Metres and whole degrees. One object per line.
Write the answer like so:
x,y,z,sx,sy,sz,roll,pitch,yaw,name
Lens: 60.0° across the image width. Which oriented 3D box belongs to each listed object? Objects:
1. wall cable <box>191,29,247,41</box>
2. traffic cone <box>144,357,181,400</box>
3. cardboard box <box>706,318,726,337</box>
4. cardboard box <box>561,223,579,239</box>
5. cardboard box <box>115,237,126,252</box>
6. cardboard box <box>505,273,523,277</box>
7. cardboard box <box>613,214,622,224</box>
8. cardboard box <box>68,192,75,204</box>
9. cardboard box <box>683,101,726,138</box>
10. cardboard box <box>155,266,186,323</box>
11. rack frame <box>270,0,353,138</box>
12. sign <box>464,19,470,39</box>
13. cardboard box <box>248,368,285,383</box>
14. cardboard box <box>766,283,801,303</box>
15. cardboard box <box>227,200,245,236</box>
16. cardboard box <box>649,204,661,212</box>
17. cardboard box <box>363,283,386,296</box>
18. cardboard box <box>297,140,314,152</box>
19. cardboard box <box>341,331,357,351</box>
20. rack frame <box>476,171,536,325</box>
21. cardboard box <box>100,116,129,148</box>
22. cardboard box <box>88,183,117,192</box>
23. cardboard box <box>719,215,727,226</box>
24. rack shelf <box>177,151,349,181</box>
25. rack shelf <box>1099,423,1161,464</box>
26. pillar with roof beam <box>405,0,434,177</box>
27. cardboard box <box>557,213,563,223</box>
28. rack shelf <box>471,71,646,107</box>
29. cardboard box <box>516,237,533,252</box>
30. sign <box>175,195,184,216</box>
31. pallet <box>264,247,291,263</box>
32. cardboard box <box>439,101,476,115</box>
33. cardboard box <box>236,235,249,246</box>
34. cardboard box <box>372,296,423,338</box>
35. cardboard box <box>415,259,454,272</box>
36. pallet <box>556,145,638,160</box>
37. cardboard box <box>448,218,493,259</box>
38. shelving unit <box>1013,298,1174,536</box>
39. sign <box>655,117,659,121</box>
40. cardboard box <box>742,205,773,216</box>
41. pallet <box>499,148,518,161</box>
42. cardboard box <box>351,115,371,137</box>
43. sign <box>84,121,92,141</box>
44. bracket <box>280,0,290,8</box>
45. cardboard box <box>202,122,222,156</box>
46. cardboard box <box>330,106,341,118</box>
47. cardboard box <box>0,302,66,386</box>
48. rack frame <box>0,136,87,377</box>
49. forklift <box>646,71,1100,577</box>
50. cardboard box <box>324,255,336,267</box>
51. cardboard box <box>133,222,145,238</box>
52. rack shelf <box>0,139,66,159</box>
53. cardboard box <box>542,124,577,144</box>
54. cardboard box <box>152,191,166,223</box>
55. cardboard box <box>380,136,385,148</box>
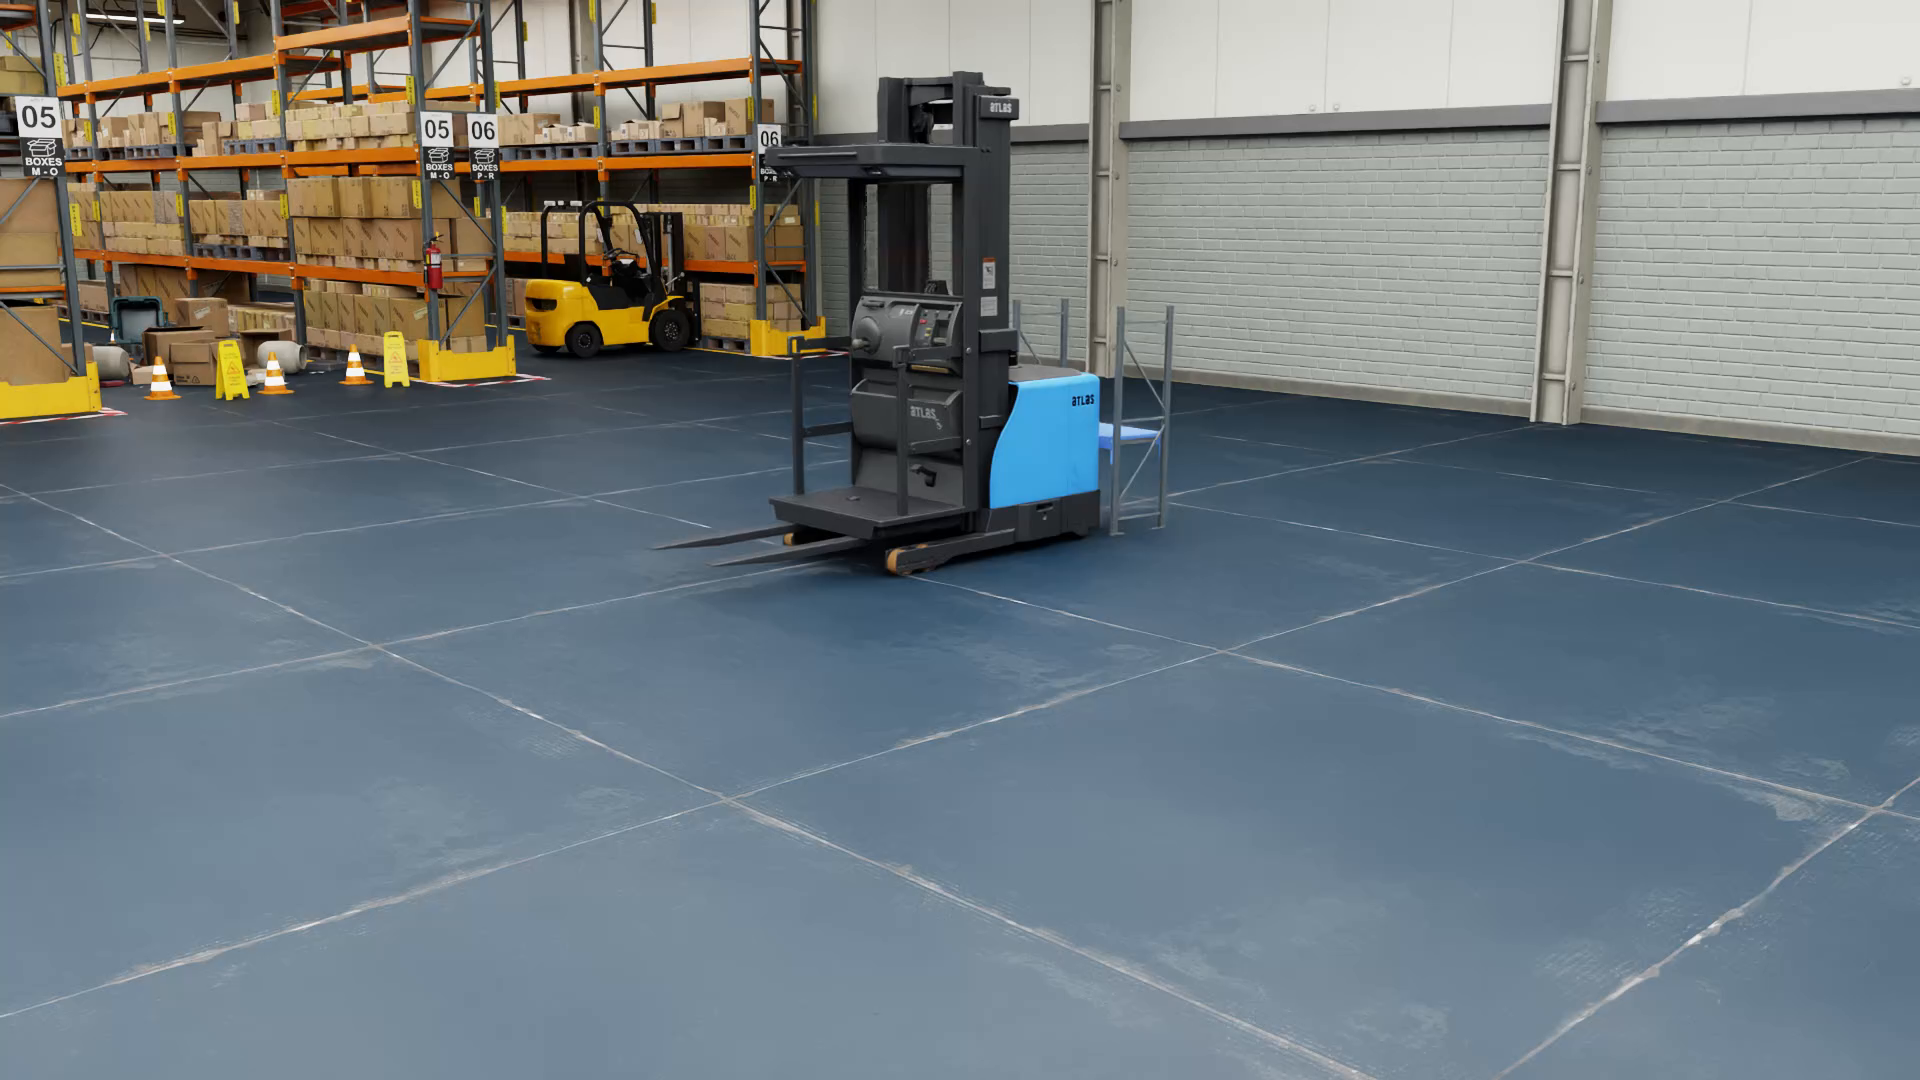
-16.512,-13.178,38.790,2.988,3.039,0.133,-11,16,-43,wall cable
-8.929,-1.814,18.572,0.336,0.463,0.334,-11,16,-43,traffic cone
-3.381,-3.136,24.472,0.500,0.250,0.500,-11,16,-43,cardboard box
-6.138,-5.044,27.091,0.500,0.250,0.500,11,16,44,cardboard box
-13.894,-4.988,28.058,0.500,0.250,0.500,11,16,44,cardboard box
-8.151,-4.765,30.150,0.380,0.149,0.250,-10,15,-40,cardboard box
-5.224,-5.046,26.113,0.380,0.149,0.250,-11,16,-43,cardboard box
-15.594,-5.955,29.655,0.500,0.500,0.500,-11,16,-42,cardboard box
-3.608,-6.145,24.335,0.700,0.500,0.500,-11,16,-42,cardboard box
-12.633,-4.062,27.418,0.875,0.875,0.875,-11,16,-42,cardboard box
-8.841,-7.008,22.627,1.000,3.000,0.127,-11,16,-43,rack frame
-8.402,-8.703,28.344,0.100,0.325,0.005,-11,16,-43,sign
-8.444,-2.000,20.248,0.380,0.149,0.250,-3,12,-13,cardboard box
-2.686,-3.624,24.361,0.500,0.250,0.500,-11,16,-43,cardboard box
-10.384,-4.730,24.412,0.500,0.500,0.500,11,16,43,cardboard box
-4.517,-5.039,25.344,0.380,0.149,0.250,-11,16,-43,cardboard box
-7.475,-3.231,21.466,0.380,0.149,0.250,-10,15,-40,cardboard box
-8.665,-5.290,22.343,0.380,0.149,0.250,-11,16,-42,cardboard box
-7.884,-2.652,22.122,0.500,0.250,0.500,-11,16,-43,cardboard box
-8.016,-5.346,29.426,1.000,3.000,0.127,-11,16,-43,rack frame
-13.967,-6.792,27.724,0.500,0.500,0.500,-11,16,-44,cardboard box
-14.809,-6.094,28.726,0.380,0.149,0.250,-11,16,-44,cardboard box
-3.266,-4.636,24.125,0.380,0.149,0.250,-11,16,-42,cardboard box
-10.222,-5.479,24.419,1.077,0.370,4.000,-11,16,-43,rack shelf
0.878,-0.696,11.437,0.538,0.185,1.000,-8,14,-39,rack shelf
-13.721,-8.495,29.845,9.100,9.000,0.400,-11,16,-43,pillar with roof beam
-6.385,-5.293,27.312,0.250,0.149,0.380,11,16,44,cardboard box
-6.635,-7.444,27.516,1.077,0.370,4.000,-11,16,-43,rack shelf
-7.182,-5.025,28.241,0.500,0.250,0.500,11,16,43,cardboard box
-12.003,-5.143,25.571,0.100,0.325,0.005,-11,16,-43,sign
-9.264,-4.108,23.891,1.003,0.211,1.213,-11,16,-43,pallet
-6.177,-5.303,20.431,0.380,0.149,0.250,-11,16,-43,cardboard box
-10.432,-4.420,24.515,0.380,0.149,0.250,-10,15,-41,cardboard box
-7.183,-2.869,21.317,0.500,0.500,0.500,-10,15,-40,cardboard box
-6.492,-3.388,20.544,0.380,0.149,0.250,-10,15,-41,cardboard box
-5.872,-6.264,26.925,1.217,0.209,0.805,11,16,43,pallet
-6.205,-3.789,20.882,0.500,0.500,0.500,-11,16,-43,cardboard box
0.881,-0.873,11.403,0.538,1.500,1.048,-8,14,-39,shelving unit
-4.853,-6.601,26.606,0.100,0.325,0.005,-11,16,-43,sign
-2.891,-4.714,23.764,0.380,0.149,0.250,-11,16,-42,cardboard box
-7.483,-6.636,28.722,1.213,0.211,1.003,-10,15,-40,pallet
-7.335,-5.213,20.983,0.500,0.250,0.500,-10,16,-41,cardboard box
-14.766,-6.921,28.160,0.100,0.325,0.005,-11,16,-43,sign
-14.721,-11.624,36.110,0.235,0.232,0.430,-11,16,-43,bracket
-10.956,-6.032,25.075,0.700,0.500,0.500,-11,16,-43,cardboard box
-7.921,-5.533,21.545,0.380,0.149,0.250,-11,16,-43,cardboard box
-10.105,-2.036,17.587,0.875,0.875,0.875,-11,16,-42,cardboard box
-9.589,-2.782,16.979,1.000,3.000,0.127,-11,16,-43,rack frame
-0.488,-1.336,10.131,3.031,2.935,1.130,-11,16,-42,forklift
-8.292,-3.751,22.307,0.380,0.149,0.250,-10,15,-41,cardboard box
-13.205,-5.082,27.279,0.500,0.250,0.500,11,16,43,cardboard box
-10.970,-4.190,18.166,1.077,0.370,4.000,-11,16,-43,rack shelf
-6.460,-6.626,27.138,0.500,0.311,0.500,11,16,43,cardboard box
-12.510,-5.305,26.502,0.500,0.500,0.500,-11,16,-42,cardboard box
-7.009,-4.967,20.775,0.380,0.149,0.250,-11,16,-42,cardboard box
